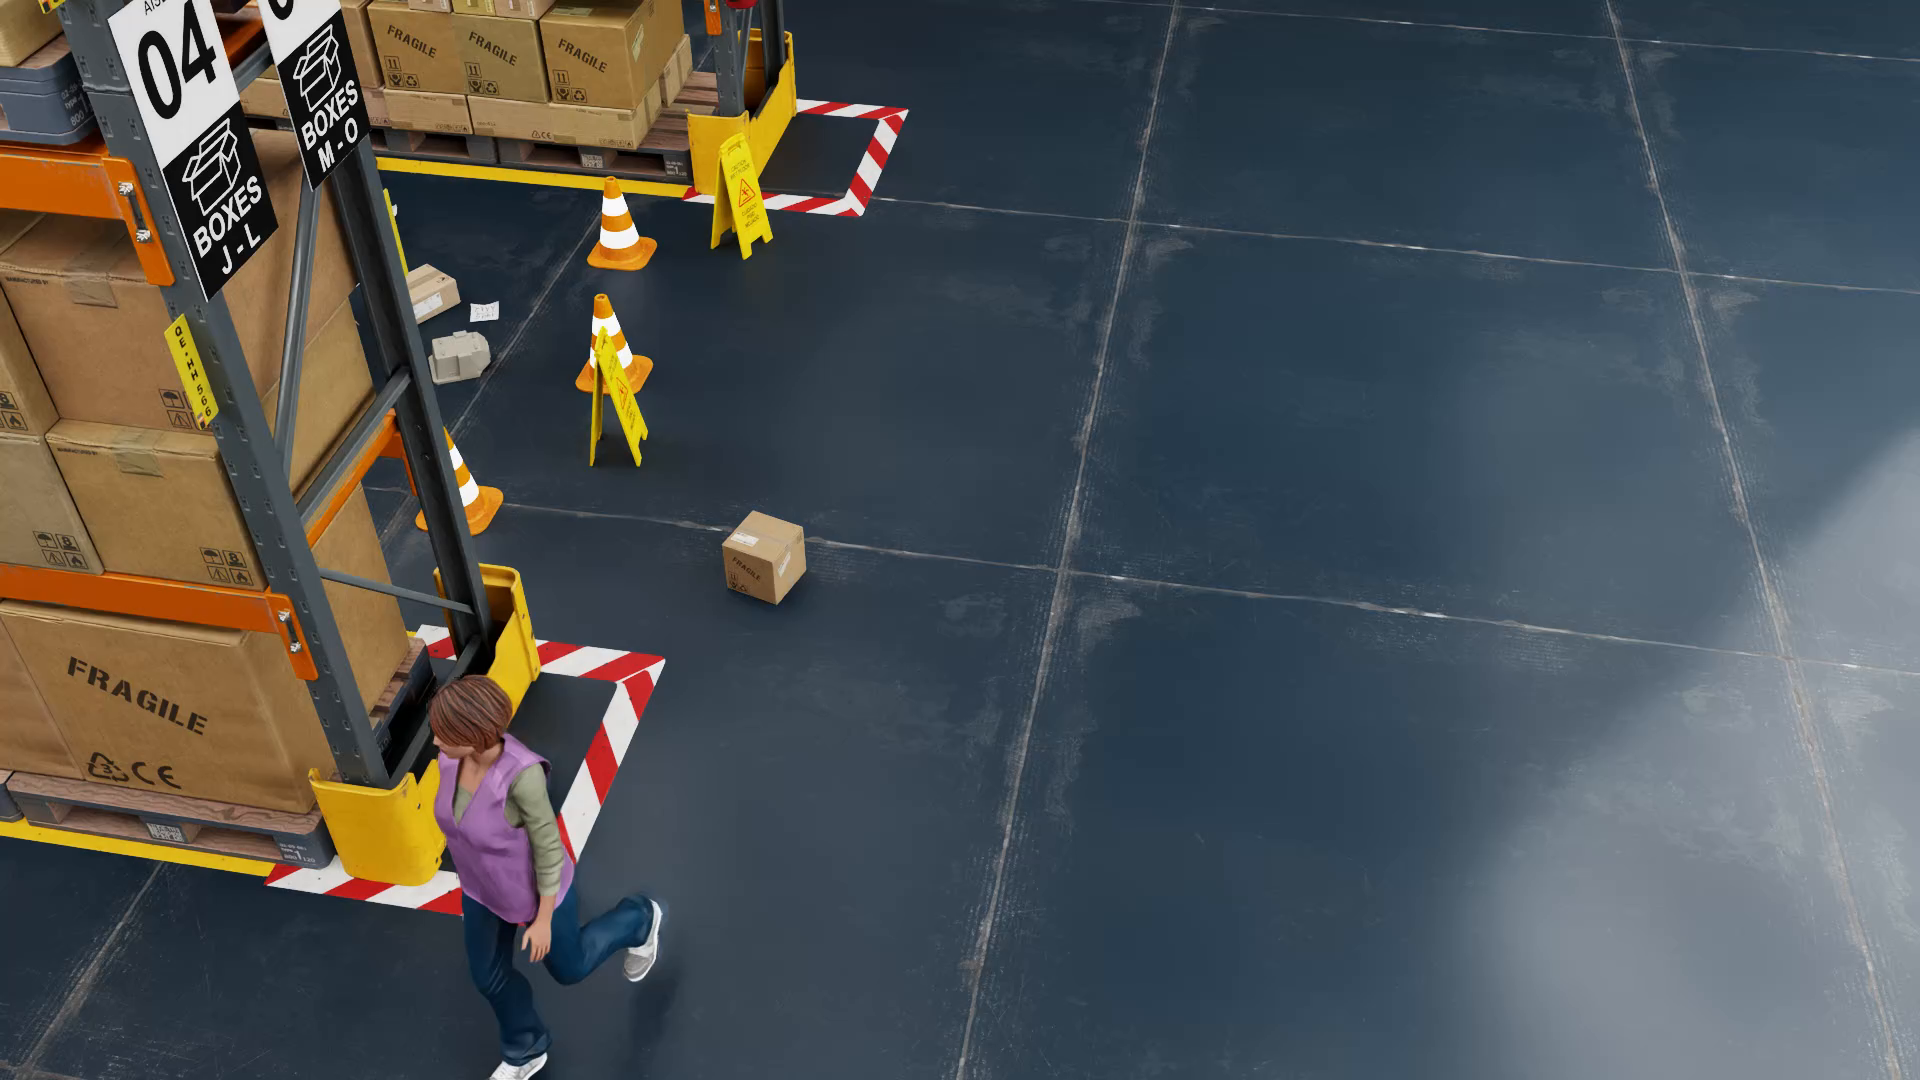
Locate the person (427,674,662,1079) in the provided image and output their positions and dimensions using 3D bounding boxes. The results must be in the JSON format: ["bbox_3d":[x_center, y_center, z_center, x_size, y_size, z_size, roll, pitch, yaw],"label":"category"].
[{"bbox_3d":[-1.304,1.006,5.010,0.423,1.561,0.796,22,46,23],"label":"person"}]
